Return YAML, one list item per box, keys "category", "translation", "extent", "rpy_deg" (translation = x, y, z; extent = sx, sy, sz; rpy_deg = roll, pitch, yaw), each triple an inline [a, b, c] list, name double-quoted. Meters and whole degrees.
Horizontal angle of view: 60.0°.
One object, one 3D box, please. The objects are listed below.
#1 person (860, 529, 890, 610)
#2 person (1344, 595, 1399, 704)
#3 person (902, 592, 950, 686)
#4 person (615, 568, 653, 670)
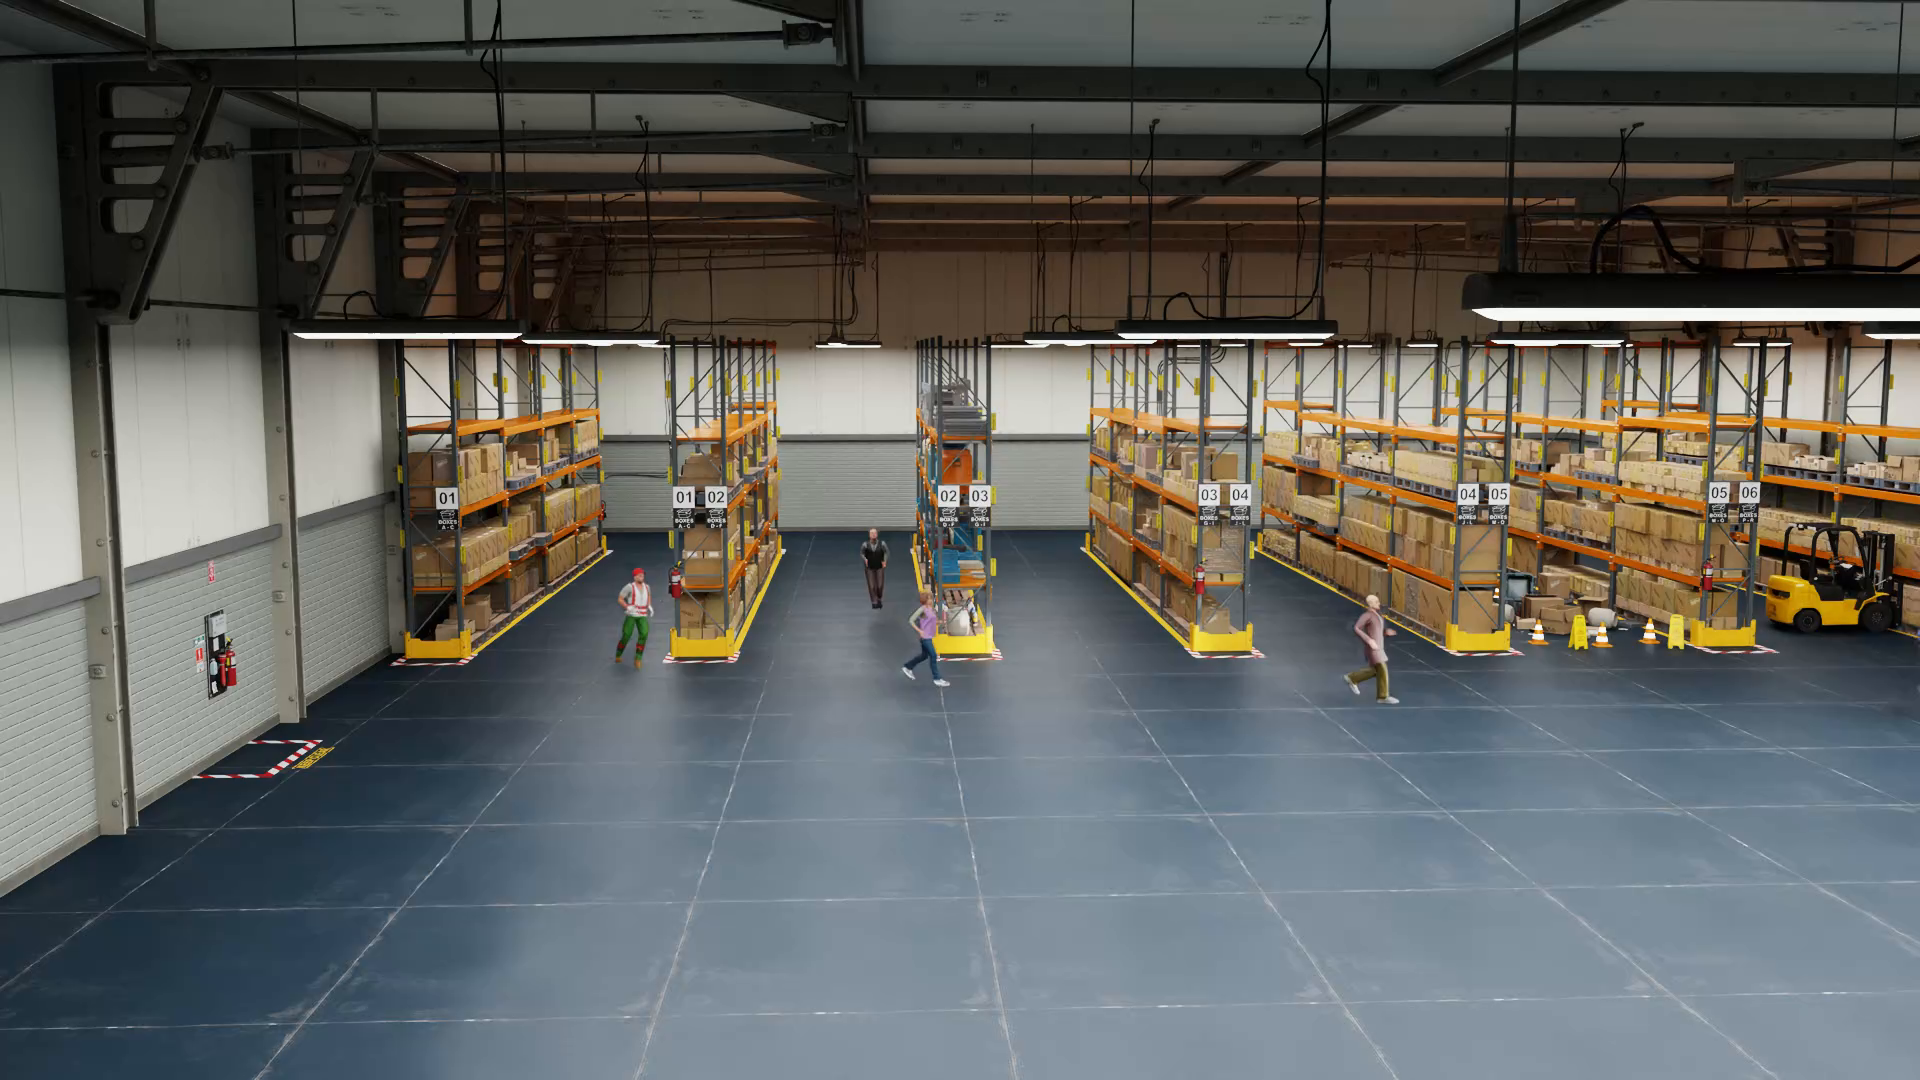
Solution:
- category: "person"
  translation: [-1.794, 0.632, 34.983]
  extent: [0.635, 1.722, 0.567]
  rpy_deg: [0, 6, -2]
- category: "person"
  translation: [6.747, 1.774, 27.115]
  extent: [0.903, 1.751, 0.720]
  rpy_deg: [4, 8, 32]
- category: "person"
  translation: [-0.591, 1.686, 28.470]
  extent: [0.893, 1.577, 0.537]
  rpy_deg: [2, 7, 18]
- category: "person"
  translation: [-5.890, 1.412, 30.308]
  extent: [0.720, 1.807, 0.782]
  rpy_deg: [-4, 8, -34]
